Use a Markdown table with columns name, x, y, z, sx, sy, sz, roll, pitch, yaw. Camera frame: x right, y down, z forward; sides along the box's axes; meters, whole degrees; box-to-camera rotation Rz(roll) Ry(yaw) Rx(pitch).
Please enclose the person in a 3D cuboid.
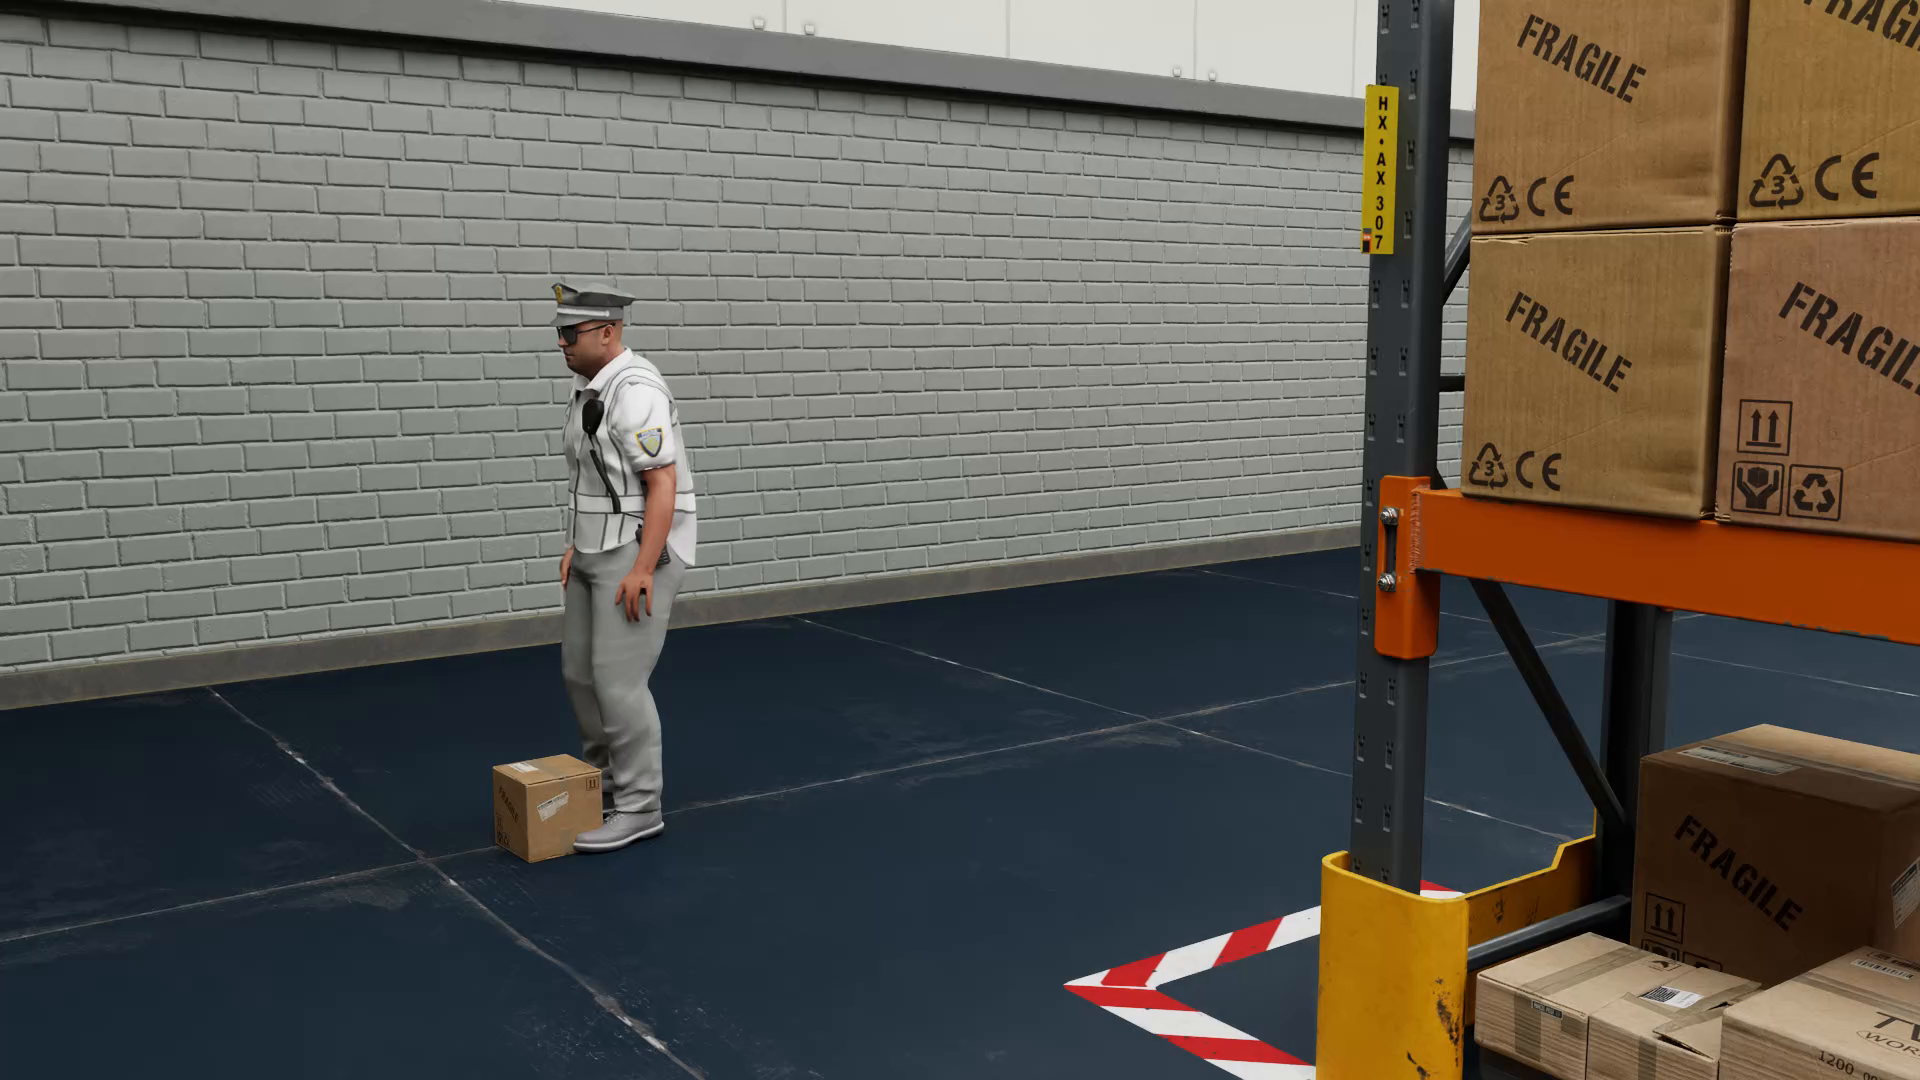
| name | x | y | z | sx | sy | sz | roll | pitch | yaw |
| --- | --- | --- | --- | --- | --- | --- | --- | --- | --- |
| person | -1.090 | 0.069 | 5.263 | 0.467 | 1.748 | 0.586 | -6 | 9 | -36 |
